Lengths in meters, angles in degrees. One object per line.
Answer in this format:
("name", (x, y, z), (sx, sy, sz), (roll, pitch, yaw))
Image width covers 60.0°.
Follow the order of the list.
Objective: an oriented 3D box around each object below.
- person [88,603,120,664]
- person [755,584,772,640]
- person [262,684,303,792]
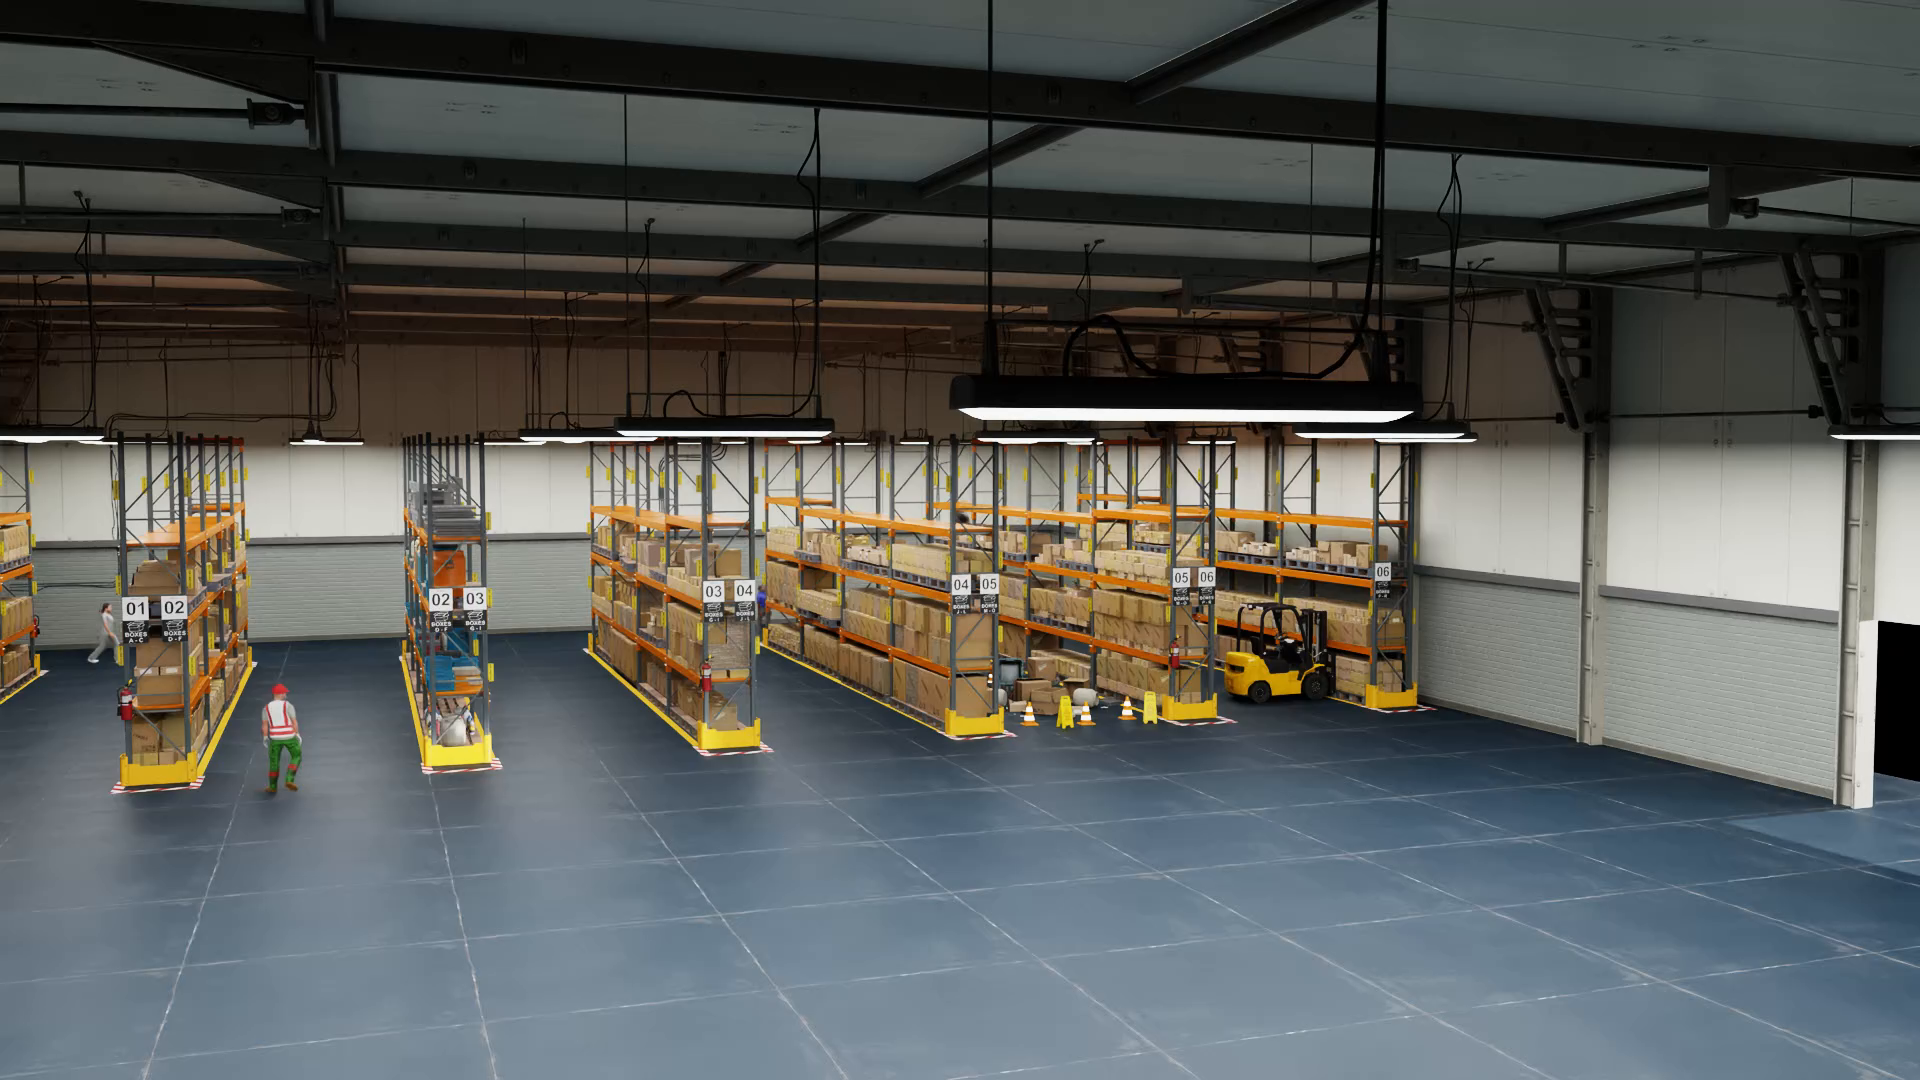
("person", (-22.546, 2.478, 43.952), (0.973, 1.629, 0.458), (0, 3, -2))
("person", (-5.864, 2.147, 49.714), (0.529, 1.658, 0.401), (-2, 4, -36))
("person", (-11.241, 3.290, 27.536), (0.642, 1.789, 0.450), (0, 3, -5))
